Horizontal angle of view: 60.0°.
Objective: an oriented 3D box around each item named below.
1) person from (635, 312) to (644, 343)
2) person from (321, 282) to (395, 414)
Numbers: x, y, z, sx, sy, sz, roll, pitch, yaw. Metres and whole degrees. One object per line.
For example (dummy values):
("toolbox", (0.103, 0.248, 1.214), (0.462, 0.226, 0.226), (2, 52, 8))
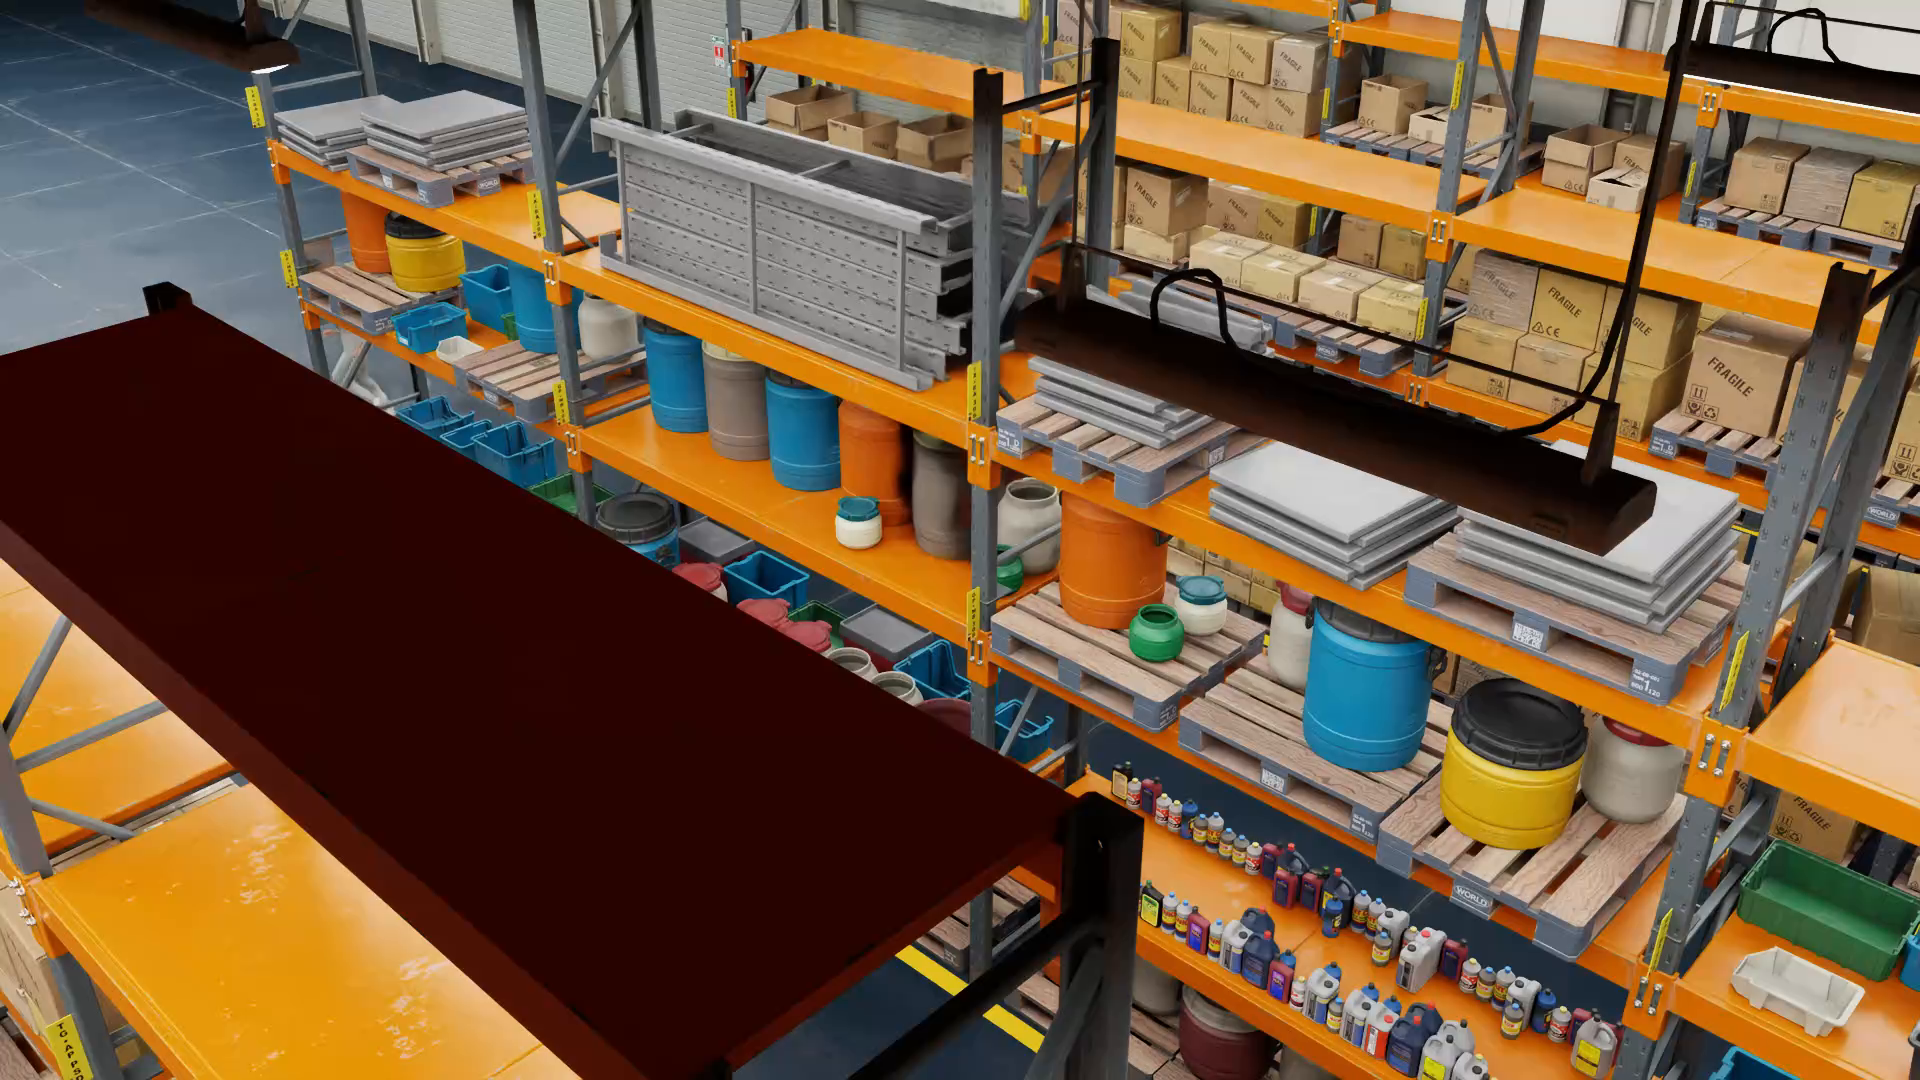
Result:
("person", (-3.692, -2.759, 19.487), (0.999, 1.717, 0.695), (-8, 30, -14))
("person", (-6.646, -2.064, 18.205), (0.631, 1.635, 0.542), (-10, 31, -17))
